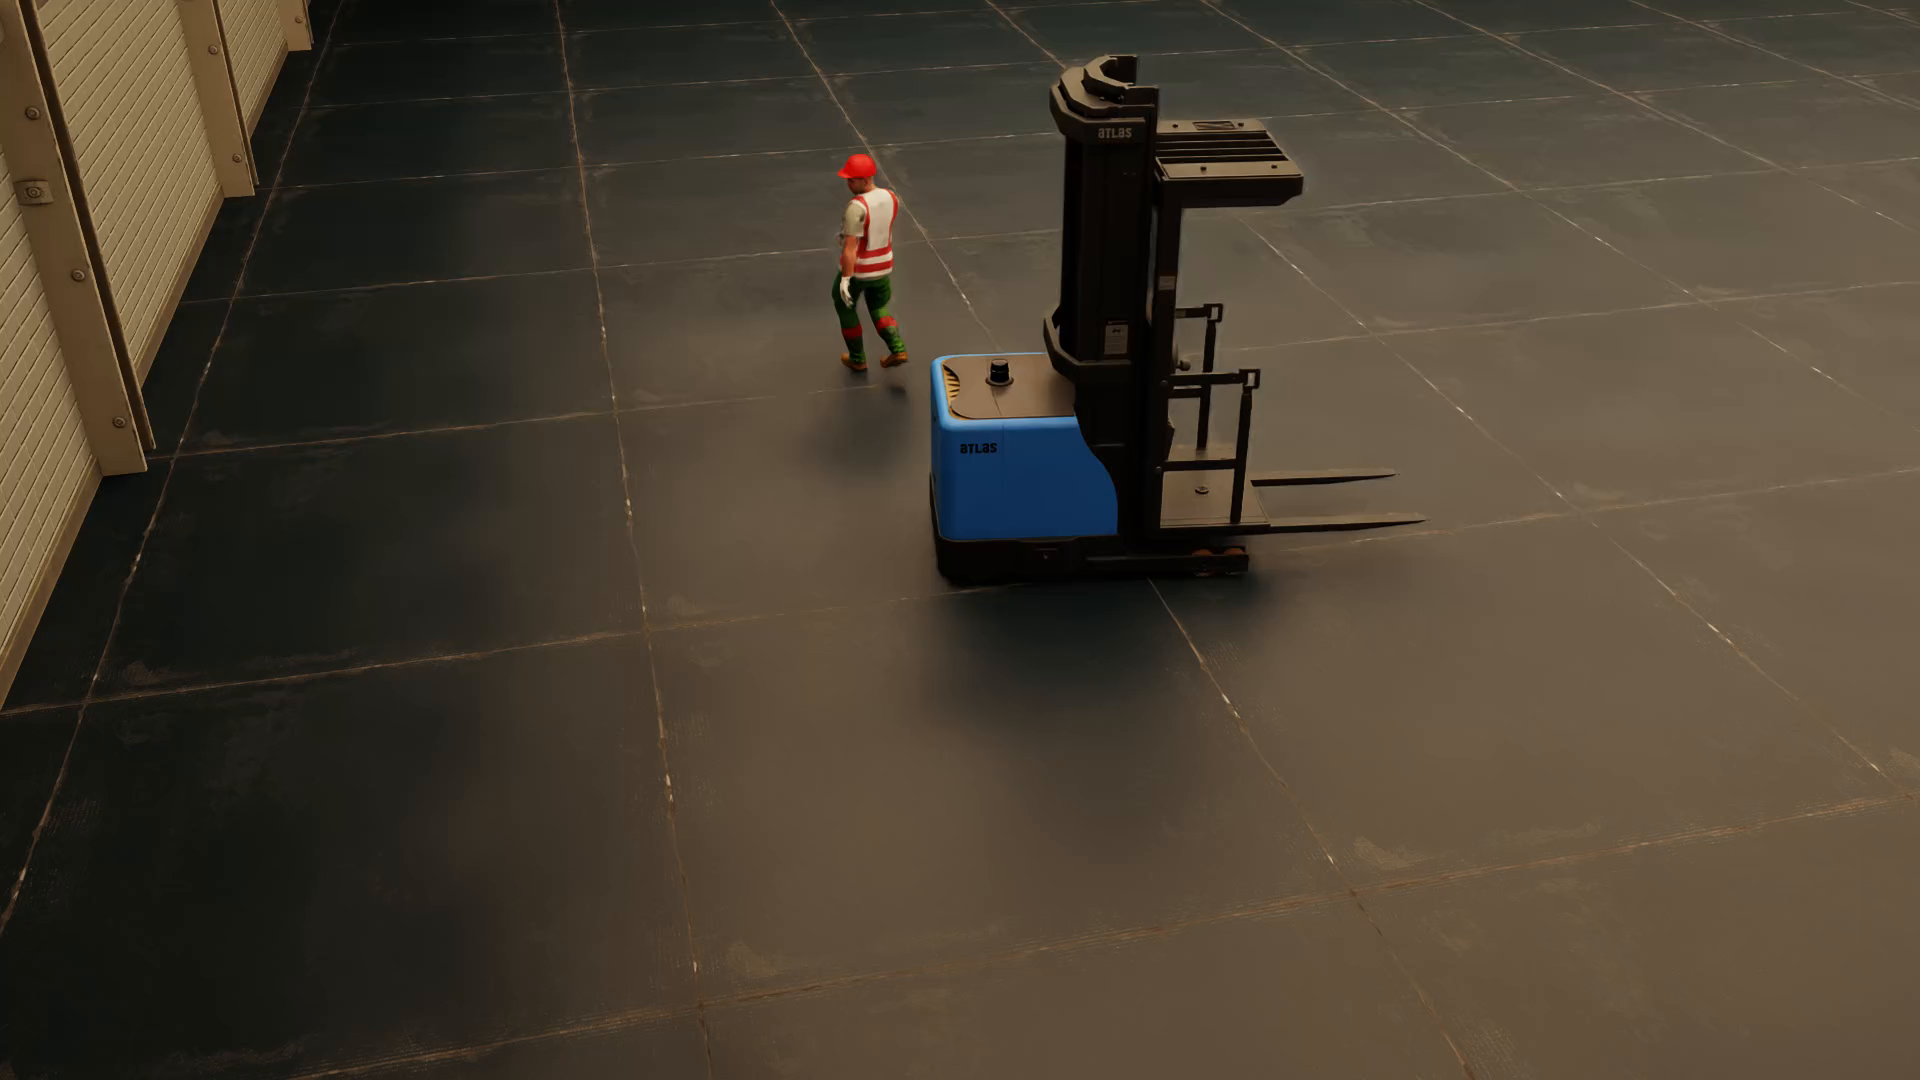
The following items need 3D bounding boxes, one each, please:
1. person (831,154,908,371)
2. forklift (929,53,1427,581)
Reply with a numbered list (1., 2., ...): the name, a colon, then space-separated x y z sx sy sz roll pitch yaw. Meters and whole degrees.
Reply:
1. person: -0.719 -2.009 12.269 0.664 1.716 0.706 -17 34 -27
2. forklift: 1.348 -1.307 9.832 3.031 2.935 1.130 -2 30 -4
